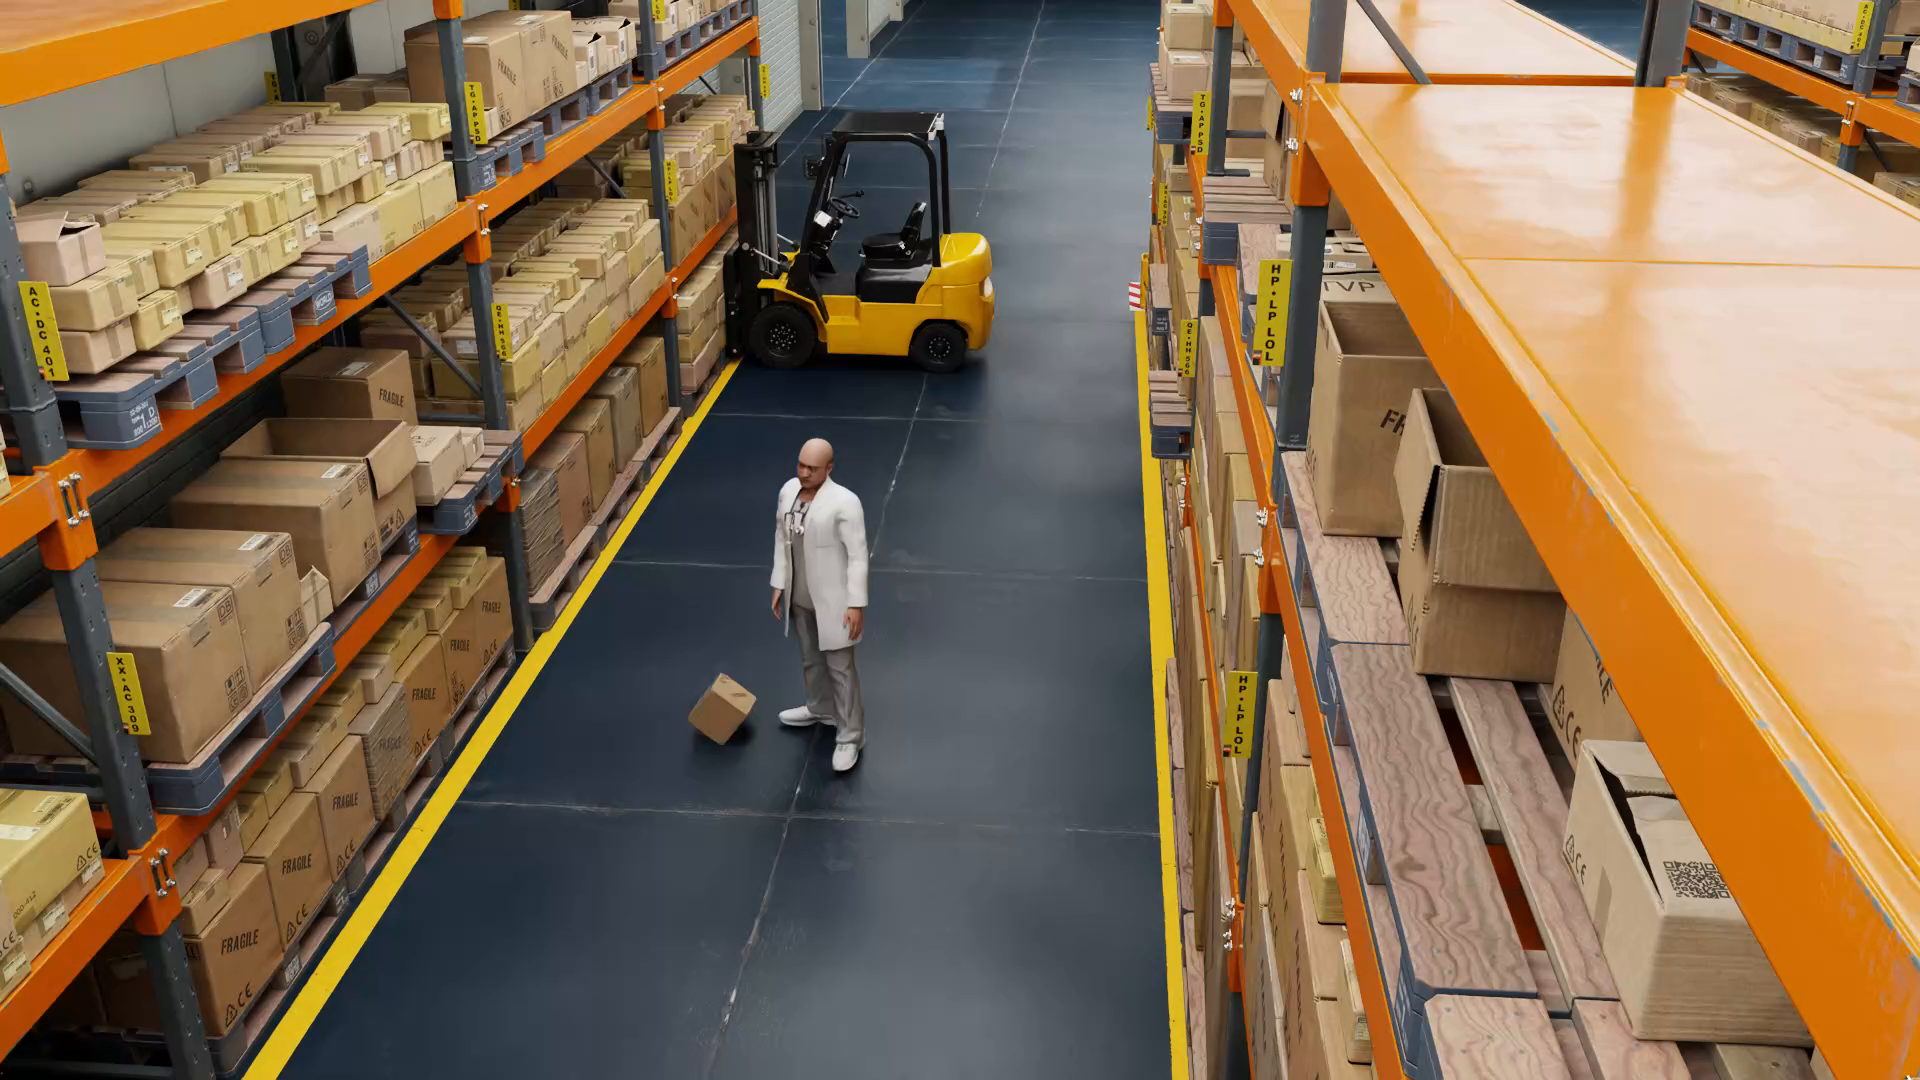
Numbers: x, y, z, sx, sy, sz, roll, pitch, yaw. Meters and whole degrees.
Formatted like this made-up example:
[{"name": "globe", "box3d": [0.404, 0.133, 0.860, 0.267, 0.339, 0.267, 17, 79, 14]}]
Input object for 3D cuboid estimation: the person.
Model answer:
[{"name": "person", "box3d": [-0.752, 0.301, 8.888, 0.689, 1.781, 0.455, 19, 31, 36]}]
